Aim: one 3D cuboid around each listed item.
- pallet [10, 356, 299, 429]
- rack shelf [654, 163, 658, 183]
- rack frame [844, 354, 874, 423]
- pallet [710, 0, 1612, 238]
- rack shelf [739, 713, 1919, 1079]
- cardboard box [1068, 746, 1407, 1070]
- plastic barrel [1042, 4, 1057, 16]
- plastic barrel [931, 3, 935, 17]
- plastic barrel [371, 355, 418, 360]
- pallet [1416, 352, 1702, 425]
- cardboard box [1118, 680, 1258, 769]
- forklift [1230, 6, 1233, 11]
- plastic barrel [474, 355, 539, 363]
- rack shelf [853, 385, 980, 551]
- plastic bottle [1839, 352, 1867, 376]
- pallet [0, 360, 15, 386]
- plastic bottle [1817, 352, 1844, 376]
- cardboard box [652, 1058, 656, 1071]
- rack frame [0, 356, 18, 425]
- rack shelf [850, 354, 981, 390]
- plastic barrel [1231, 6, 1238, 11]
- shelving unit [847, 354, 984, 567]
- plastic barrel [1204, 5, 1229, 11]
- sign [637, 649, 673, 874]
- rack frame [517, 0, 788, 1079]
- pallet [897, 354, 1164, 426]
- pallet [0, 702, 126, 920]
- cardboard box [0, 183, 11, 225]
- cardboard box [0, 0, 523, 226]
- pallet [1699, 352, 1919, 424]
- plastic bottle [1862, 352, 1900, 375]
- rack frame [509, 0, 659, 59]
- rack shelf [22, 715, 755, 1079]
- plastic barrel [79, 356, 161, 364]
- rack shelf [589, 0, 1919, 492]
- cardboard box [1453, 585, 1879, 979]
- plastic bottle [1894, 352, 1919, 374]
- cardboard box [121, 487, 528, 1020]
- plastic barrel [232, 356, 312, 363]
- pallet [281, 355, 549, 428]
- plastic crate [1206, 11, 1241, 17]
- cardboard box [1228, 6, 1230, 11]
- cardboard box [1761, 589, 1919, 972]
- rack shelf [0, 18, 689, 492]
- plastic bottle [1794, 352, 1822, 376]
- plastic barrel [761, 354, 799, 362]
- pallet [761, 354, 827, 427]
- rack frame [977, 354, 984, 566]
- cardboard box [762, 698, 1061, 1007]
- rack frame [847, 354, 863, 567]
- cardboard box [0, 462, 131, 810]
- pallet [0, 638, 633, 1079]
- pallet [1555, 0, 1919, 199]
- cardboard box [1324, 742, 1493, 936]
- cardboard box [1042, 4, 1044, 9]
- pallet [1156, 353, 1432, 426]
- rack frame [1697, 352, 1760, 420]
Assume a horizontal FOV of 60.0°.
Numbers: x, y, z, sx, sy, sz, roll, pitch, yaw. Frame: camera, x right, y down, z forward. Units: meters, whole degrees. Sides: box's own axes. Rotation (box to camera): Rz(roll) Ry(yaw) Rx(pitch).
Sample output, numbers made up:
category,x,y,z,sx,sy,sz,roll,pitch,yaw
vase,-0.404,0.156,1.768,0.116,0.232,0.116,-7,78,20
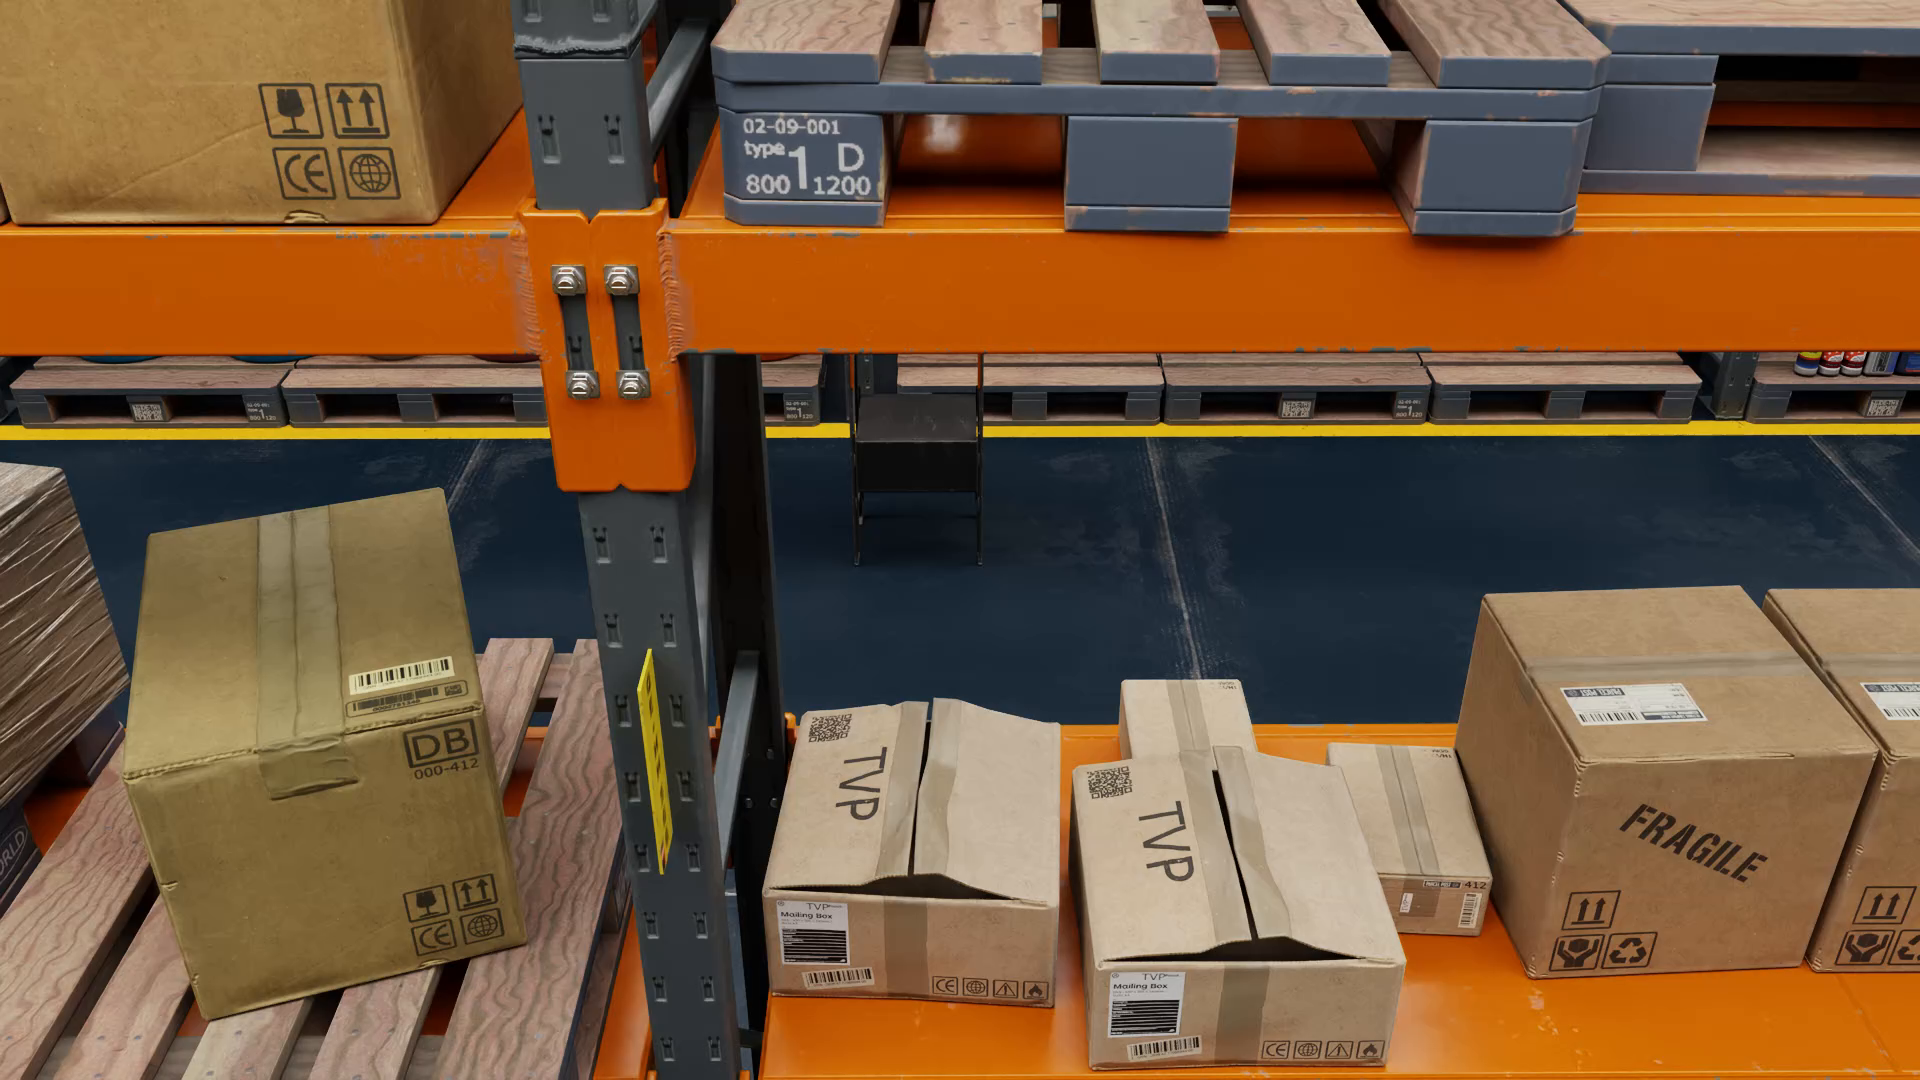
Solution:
category,x,y,z,sx,sy,sz,roll,pitch,yaw
pallet,-3.688,-0.856,7.957,1.213,0.211,1.003,0,31,0
rack shelf,-2.460,-1.766,7.463,4.000,0.370,1.077,0,31,0
rack frame,-0.460,-2.080,7.286,0.127,3.000,1.000,0,31,0
pallet,0.244,-0.761,2.402,1.003,0.211,1.213,1,31,2
rack shelf,1.566,0.791,3.249,4.000,0.370,1.077,0,31,0
cardboard box,0.461,0.625,2.914,0.500,0.311,0.500,-1,31,-1
plastic barrel,0.567,-2.242,7.445,0.421,0.512,0.421,0,31,0
plastic barrel,0.002,-2.297,7.513,0.708,0.536,0.600,0,31,0
plastic barrel,-2.643,-1.134,7.721,0.421,0.512,0.421,0,31,0
pallet,2.755,-0.878,7.993,1.213,0.211,1.003,0,31,0
cardboard box,0.464,0.451,3.358,0.250,0.149,0.380,0,31,0
forklift,2.083,-3.105,9.042,1.130,2.935,3.031,-21,37,-30
plastic barrel,-2.079,-1.215,7.780,0.708,0.588,0.600,0,31,0
rack shelf,-0.166,-0.287,6.575,0.480,0.518,0.431,0,31,0
plastic bottle,4.064,-0.858,7.547,0.097,0.201,0.097,0,31,0
pallet,-5.195,-0.853,7.952,1.213,0.211,1.003,0,31,0
plastic bottle,3.963,-0.858,7.546,0.097,0.201,0.097,0,31,0
cardboard box,-0.891,1.223,3.828,0.500,0.500,0.500,1,31,2
rack frame,-4.460,-2.067,7.266,0.127,3.000,1.000,0,31,0
rack shelf,-0.166,-0.886,6.212,0.480,0.518,0.431,0,31,0
plastic barrel,1.415,-2.258,7.448,0.433,0.535,0.433,0,31,0
shelving unit,-0.166,-0.897,6.204,0.503,2.100,0.431,0,31,0
plastic barrel,0.988,-2.243,7.447,0.421,0.512,0.421,0,31,0
sign,-0.421,0.310,2.308,0.005,0.325,0.100,0,31,0
rack frame,-0.434,0.489,3.052,0.127,3.000,1.000,0,31,0
pallet,0.315,-0.870,7.981,1.213,0.211,1.003,0,31,0
pallet,-2.379,0.580,3.087,1.213,0.211,1.003,0,31,0
cardboard box,-1.380,-0.815,2.214,0.500,0.500,0.910,0,31,0
cardboard box,-0.870,-0.817,2.217,0.500,0.500,0.910,0,31,0
pallet,4.212,-0.881,7.998,1.213,0.211,1.003,0,31,0
plastic bottle,4.184,-0.905,7.551,0.135,0.276,0.152,1,31,2
rack frame,-0.434,-2.075,1.495,0.127,3.000,1.000,0,31,0
rack shelf,-2.434,0.803,3.228,4.000,0.370,1.077,0,31,0
plastic barrel,-3.916,-1.343,7.689,0.708,0.901,0.600,0,31,0
rack shelf,1.566,-0.492,2.470,4.000,0.370,1.077,0,31,0
cardboard box,1.244,0.433,3.048,0.500,0.500,0.500,-2,31,-3
plastic bottle,4.349,-0.935,7.529,0.185,0.351,0.144,1,31,1
cardboard box,-1.063,0.328,2.817,0.500,0.500,0.700,-11,33,-17
plastic barrel,-3.208,-1.345,7.693,0.708,0.901,0.600,0,31,0
pallet,-2.465,-0.861,7.966,1.213,0.211,1.003,0,31,0
plastic crate,1.158,-1.954,7.017,0.583,0.464,0.402,0,31,0
cardboard box,1.859,-3.797,12.101,0.500,0.500,0.700,-3,31,-5
cardboard box,1.770,0.431,3.051,0.500,0.500,0.500,0,31,0
rack shelf,-2.434,-0.479,2.450,4.000,0.370,1.077,0,31,0
plastic bottle,3.861,-0.888,7.527,0.097,0.271,0.097,0,31,0
plastic barrel,-0.949,-1.321,7.723,0.708,0.830,0.600,0,31,0
pallet,-1.248,-0.864,7.970,1.213,0.211,1.003,0,31,0
rack frame,0.078,-0.898,6.206,0.015,2.100,0.400,0,31,0
cardboard box,-0.070,0.549,3.039,0.500,0.311,0.500,2,31,3
rack frame,-0.410,-0.896,6.203,0.015,2.100,0.400,0,31,0
cardboard box,-1.979,0.231,2.976,0.500,0.500,0.700,6,32,9
pallet,-1.111,0.610,3.038,1.003,0.211,1.213,0,31,0
pallet,1.362,-0.766,2.411,1.213,0.211,1.003,1,31,2
cardboard box,0.841,0.564,3.171,0.250,0.149,0.380,2,31,3
cardboard box,0.734,-3.789,12.089,0.500,0.500,0.700,-3,31,-4
pallet,1.532,-0.872,7.984,1.213,0.211,1.003,0,31,0
rack frame,3.540,-2.092,7.307,0.127,3.000,1.000,0,31,0
